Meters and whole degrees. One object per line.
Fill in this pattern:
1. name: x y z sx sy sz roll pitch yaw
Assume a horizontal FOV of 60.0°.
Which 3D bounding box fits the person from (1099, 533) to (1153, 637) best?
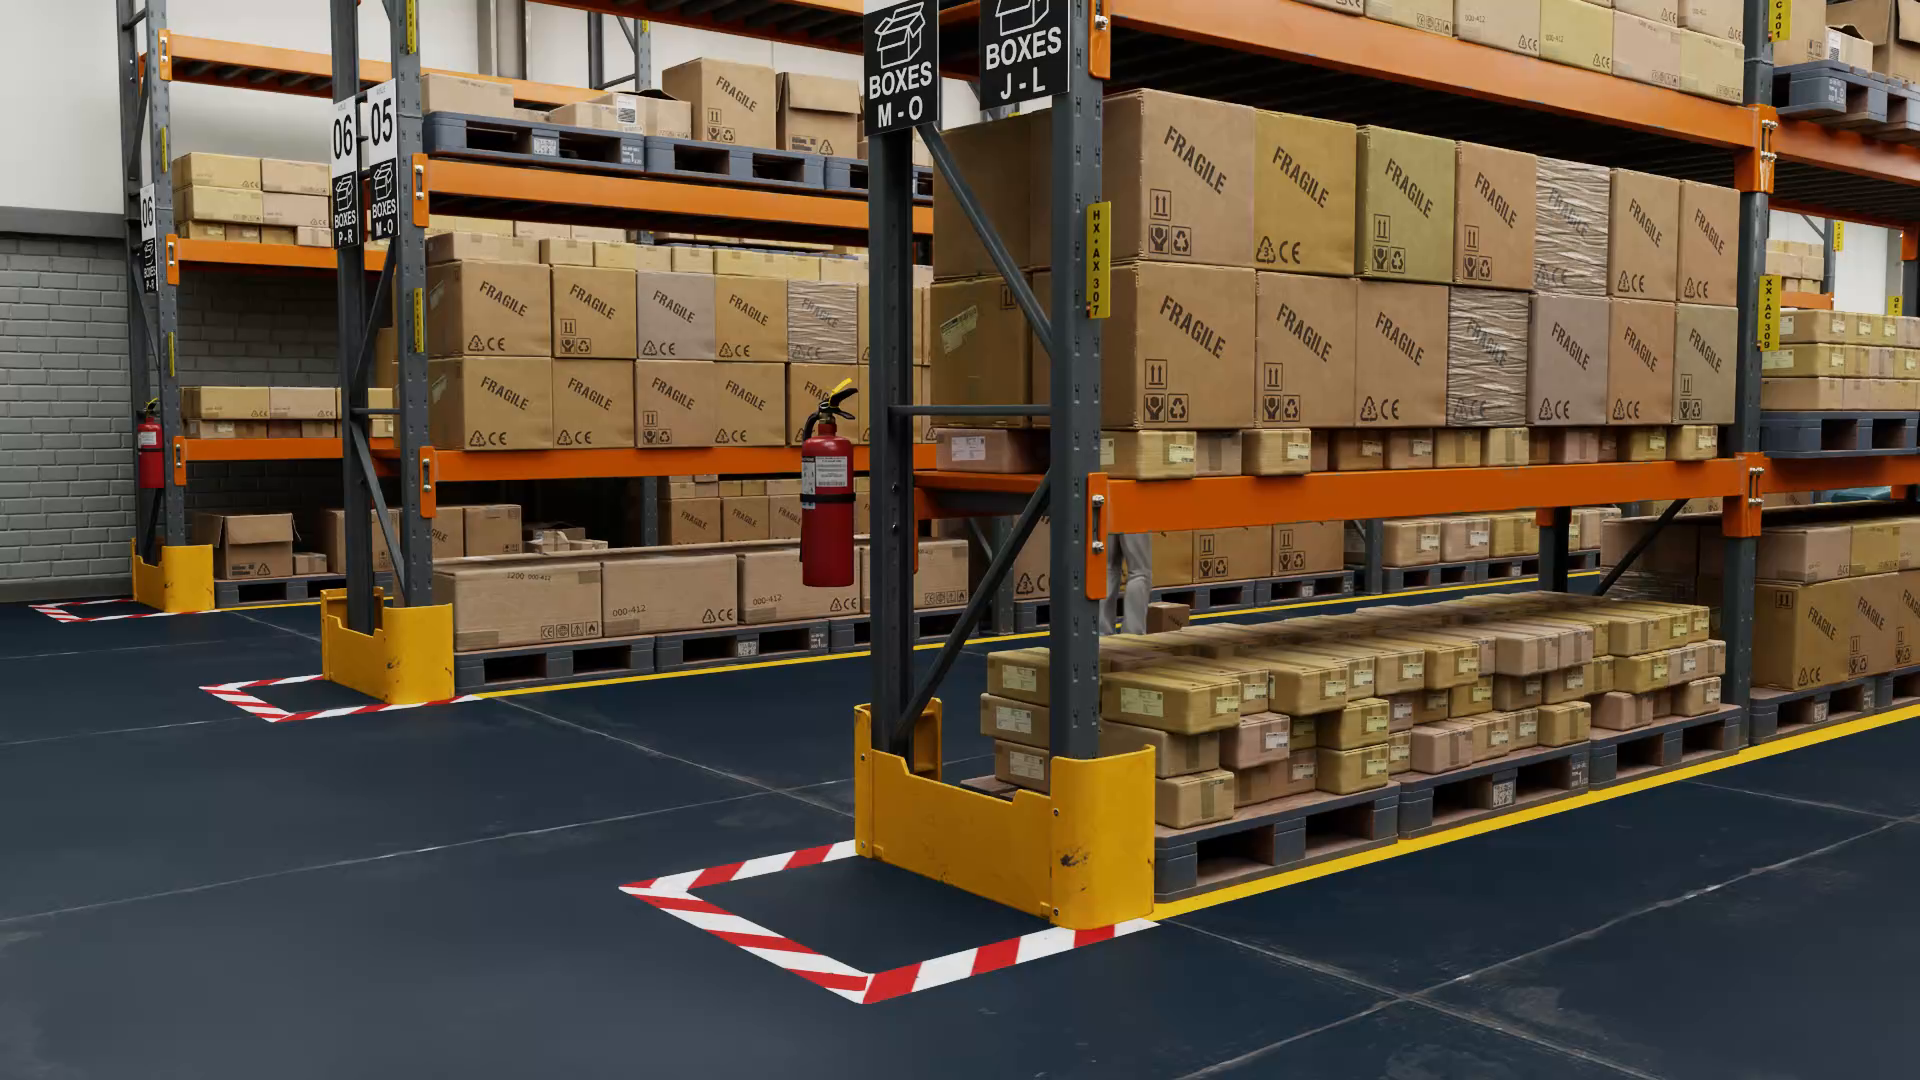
1. person: 1.000 -0.126 10.442 0.444 1.669 0.358 4 6 39
